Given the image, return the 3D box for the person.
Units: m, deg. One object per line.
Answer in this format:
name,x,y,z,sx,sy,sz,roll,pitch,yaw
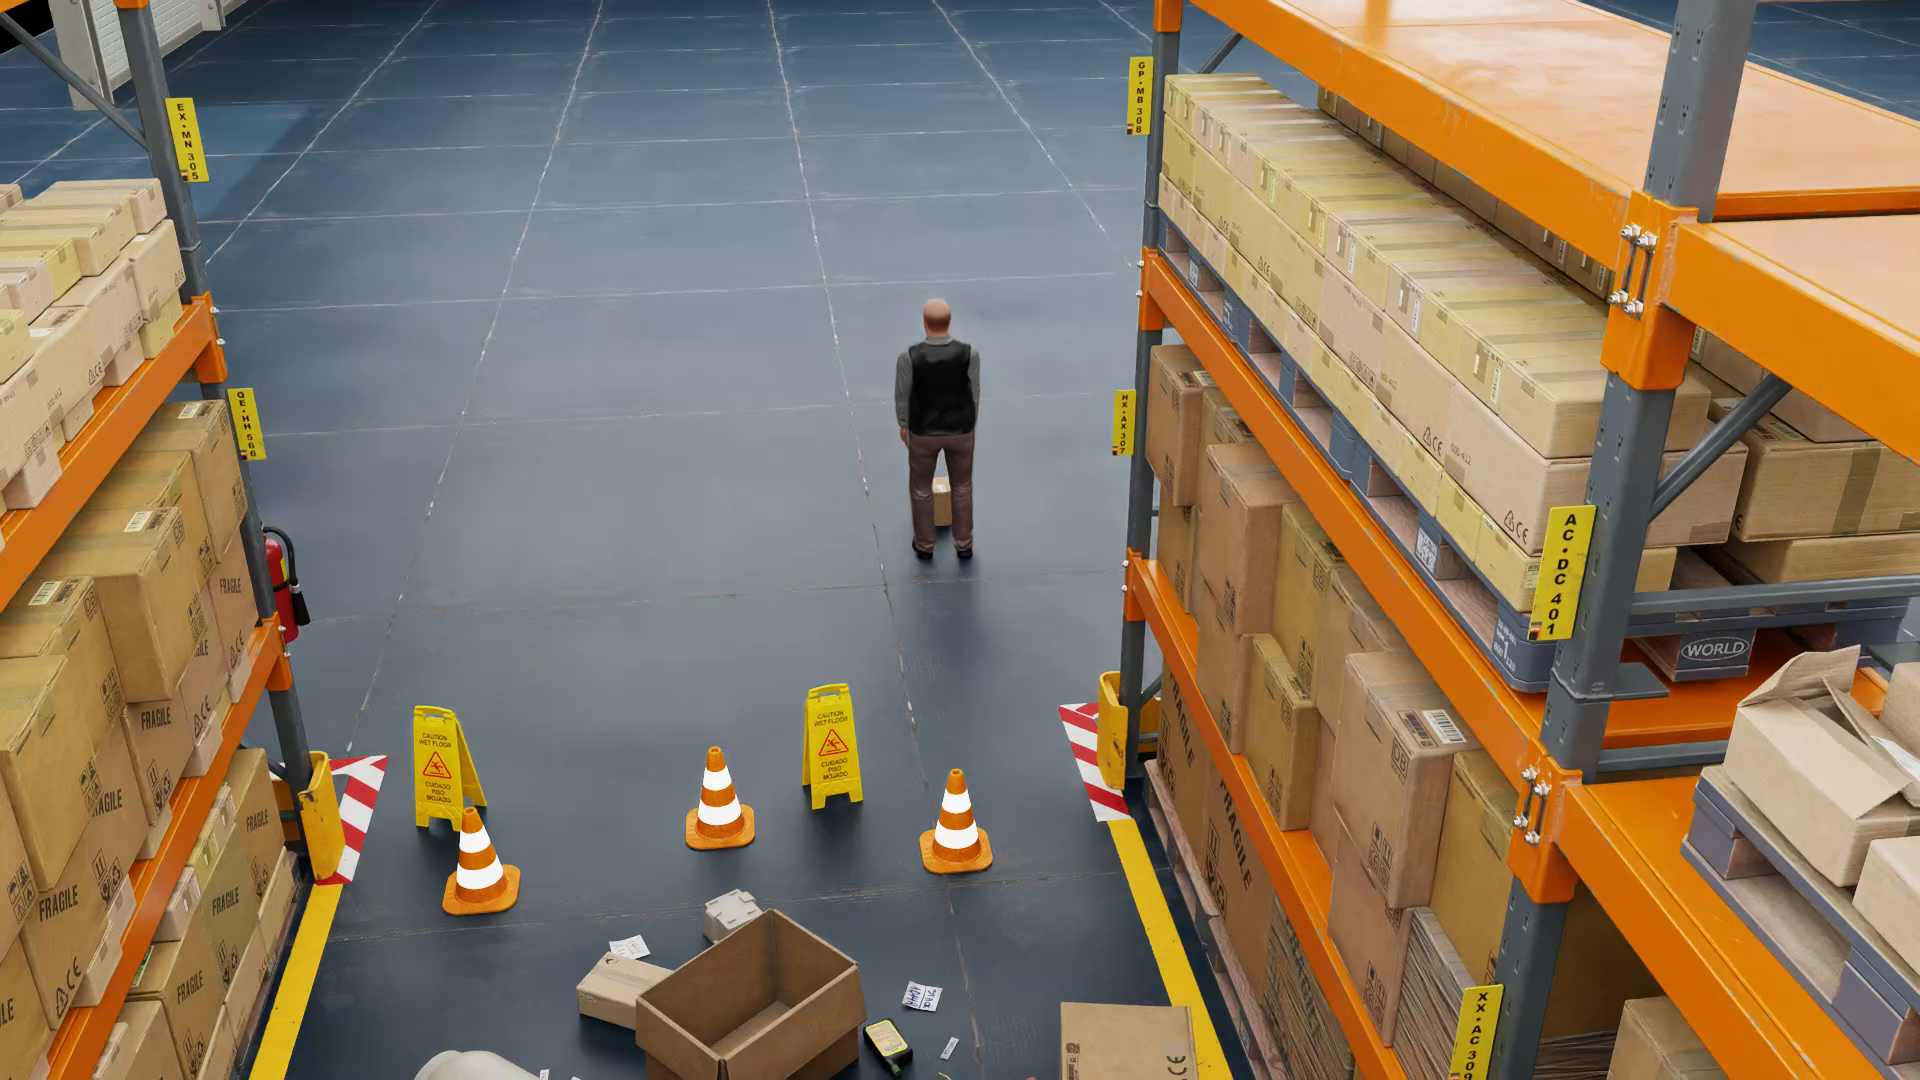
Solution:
person,-0.142,-0.683,10.495,0.538,1.710,0.358,-3,27,-6
